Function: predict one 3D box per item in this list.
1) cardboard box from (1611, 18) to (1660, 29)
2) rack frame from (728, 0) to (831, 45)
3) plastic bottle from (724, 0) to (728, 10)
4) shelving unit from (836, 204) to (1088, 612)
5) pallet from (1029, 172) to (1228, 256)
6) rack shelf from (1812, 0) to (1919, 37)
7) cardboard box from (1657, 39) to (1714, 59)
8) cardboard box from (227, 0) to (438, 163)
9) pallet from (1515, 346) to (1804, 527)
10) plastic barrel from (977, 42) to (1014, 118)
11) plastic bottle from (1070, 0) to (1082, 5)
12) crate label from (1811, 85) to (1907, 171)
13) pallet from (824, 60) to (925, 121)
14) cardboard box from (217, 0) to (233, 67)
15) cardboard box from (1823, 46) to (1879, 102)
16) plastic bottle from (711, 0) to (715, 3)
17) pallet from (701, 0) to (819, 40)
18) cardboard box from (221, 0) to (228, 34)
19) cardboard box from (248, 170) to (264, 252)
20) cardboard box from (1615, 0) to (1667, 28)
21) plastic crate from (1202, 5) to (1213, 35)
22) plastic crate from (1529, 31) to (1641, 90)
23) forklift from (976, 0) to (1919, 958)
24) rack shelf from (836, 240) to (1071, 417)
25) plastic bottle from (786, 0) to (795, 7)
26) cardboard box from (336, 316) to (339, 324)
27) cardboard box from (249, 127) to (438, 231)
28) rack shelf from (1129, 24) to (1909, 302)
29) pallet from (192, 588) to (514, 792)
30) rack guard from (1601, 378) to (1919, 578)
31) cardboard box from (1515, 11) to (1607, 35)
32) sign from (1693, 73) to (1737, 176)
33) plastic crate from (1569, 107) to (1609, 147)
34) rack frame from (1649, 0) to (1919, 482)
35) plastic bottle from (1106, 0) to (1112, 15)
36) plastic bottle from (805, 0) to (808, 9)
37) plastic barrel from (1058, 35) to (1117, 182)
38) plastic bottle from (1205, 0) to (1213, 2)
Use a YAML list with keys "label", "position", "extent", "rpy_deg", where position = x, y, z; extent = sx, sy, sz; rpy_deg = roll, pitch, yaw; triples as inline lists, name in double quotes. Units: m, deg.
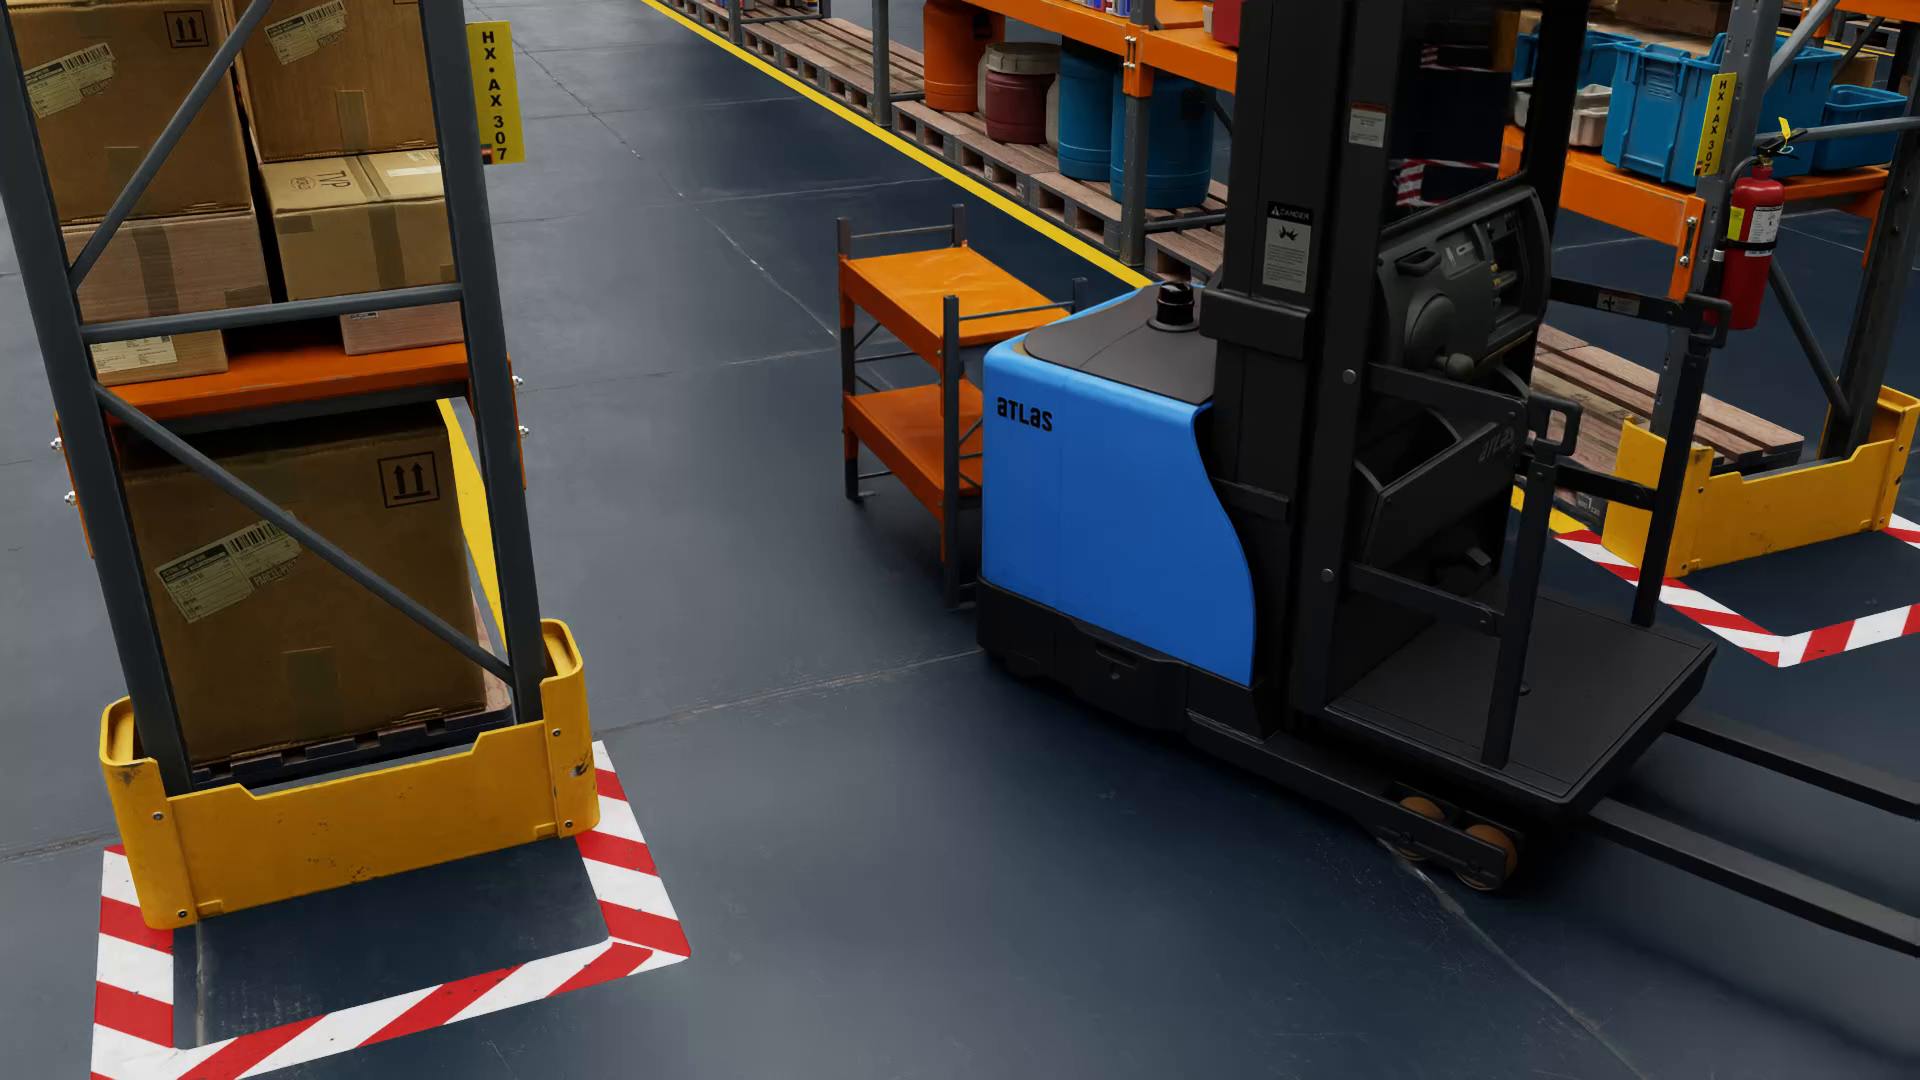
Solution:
- label: "cardboard box"
  position: [5.379, -3.775, 12.910]
  extent: [0.500, 0.500, 0.500]
  rpy_deg: [-12, 28, -23]
- label: "rack frame"
  position: [-1.742, -6.223, 15.576]
  extent: [1.000, 3.000, 0.127]
  rpy_deg: [-11, 28, -21]
- label: "plastic bottle"
  position: [-2.260, -5.440, 16.492]
  extent: [0.144, 0.351, 0.185]
  rpy_deg: [-11, 28, -22]
- label: "shelving unit"
  position: [-0.018, -0.510, 6.013]
  extent: [0.538, 1.125, 1.048]
  rpy_deg: [-11, 28, -21]
- label: "pallet"
  position: [1.127, -2.059, 10.226]
  extent: [1.003, 0.211, 1.213]
  rpy_deg: [-11, 28, -21]
- label: "rack shelf"
  position: [6.733, -2.712, 9.206]
  extent: [1.077, 0.370, 4.000]
  rpy_deg: [-11, 28, -21]
- label: "cardboard box"
  position: [5.307, -3.268, 11.872]
  extent: [0.500, 0.500, 0.500]
  rpy_deg: [-10, 28, -20]
- label: "cardboard box"
  position: [-1.735, -1.373, 4.619]
  extent: [0.500, 0.500, 0.500]
  rpy_deg: [-11, 28, -22]
- label: "pallet"
  position: [2.670, -0.465, 6.961]
  extent: [1.003, 0.211, 1.213]
  rpy_deg: [-11, 28, -21]
- label: "plastic barrel"
  position: [0.335, -3.271, 11.888]
  extent: [0.421, 0.512, 0.421]
  rpy_deg: [0, 26, 0]
- label: "plastic bottle"
  position: [0.730, -3.286, 9.617]
  extent: [0.144, 0.351, 0.185]
  rpy_deg: [-11, 28, -21]
- label: "crate label"
  position: [3.164, -1.486, 5.998]
  extent: [0.416, 0.233, 0.303]
  rpy_deg: [-11, 28, -21]
- label: "pallet"
  position: [-0.443, -3.674, 13.535]
  extent: [1.003, 0.211, 1.213]
  rpy_deg: [-11, 28, -21]
- label: "cardboard box"
  position: [-2.820, -1.899, 5.697]
  extent: [0.500, 0.500, 0.500]
  rpy_deg: [-11, 28, -22]
- label: "cardboard box"
  position: [5.985, -3.154, 11.639]
  extent: [0.500, 0.500, 0.500]
  rpy_deg: [-12, 28, -23]
- label: "plastic bottle"
  position: [-2.461, -5.648, 16.918]
  extent: [0.144, 0.351, 0.185]
  rpy_deg: [-11, 28, -21]
- label: "pallet"
  position: [-1.967, -5.248, 16.758]
  extent: [1.003, 0.211, 1.213]
  rpy_deg: [-11, 28, -21]
- label: "cardboard box"
  position: [-3.510, -2.821, 8.494]
  extent: [0.500, 0.500, 0.500]
  rpy_deg: [-11, 28, -22]
- label: "cardboard box"
  position: [-2.232, -0.948, 4.606]
  extent: [0.500, 0.250, 0.500]
  rpy_deg: [-11, 28, -21]
- label: "cardboard box"
  position: [5.396, -4.097, 12.716]
  extent: [0.500, 0.250, 0.500]
  rpy_deg: [-11, 28, -22]
- label: "plastic crate"
  position: [1.442, -2.689, 8.571]
  extent: [0.396, 0.136, 0.243]
  rpy_deg: [-11, 28, -21]
- label: "plastic crate"
  position: [2.648, -2.018, 7.086]
  extent: [0.416, 0.233, 0.300]
  rpy_deg: [-11, 28, -21]
- label: "forklift"
  position: [1.493, -0.660, 4.260]
  extent: [3.031, 2.935, 1.130]
  rpy_deg: [21, 33, 36]
- label: "rack shelf"
  position: [-0.018, -0.773, 5.885]
  extent: [0.538, 0.278, 1.000]
  rpy_deg: [-11, 28, -21]
- label: "plastic bottle"
  position: [-1.713, -5.511, 16.713]
  extent: [0.061, 0.283, 0.133]
  rpy_deg: [-11, 28, -21]
- label: "cardboard box"
  position: [-1.537, -0.718, 4.587]
  extent: [0.380, 0.149, 0.250]
  rpy_deg: [-11, 28, -21]
- label: "cardboard box"
  position: [-1.749, -1.042, 4.798]
  extent: [0.500, 0.250, 0.500]
  rpy_deg: [-11, 28, -21]
- label: "rack shelf"
  position: [2.174, -1.862, 7.466]
  extent: [1.077, 0.370, 4.000]
  rpy_deg: [-11, 28, -21]
- label: "pallet"
  position: [-1.985, 0.417, 5.156]
  extent: [1.003, 0.211, 1.213]
  rpy_deg: [-11, 28, -21]
- label: "rack guard"
  position: [2.979, -0.248, 6.187]
  extent: [1.175, 0.500, 0.348]
  rpy_deg: [-11, 28, -21]
- label: "cardboard box"
  position: [4.701, -3.885, 13.136]
  extent: [0.500, 0.500, 0.500]
  rpy_deg: [-11, 28, -21]
- label: "sign"
  position: [2.457, -1.351, 5.411]
  extent: [0.100, 0.325, 0.005]
  rpy_deg: [-11, 28, -21]
- label: "plastic crate"
  position: [2.471, -1.585, 6.309]
  extent: [0.396, 0.136, 0.243]
  rpy_deg: [-11, 28, -21]
- label: "rack frame"
  position: [2.957, -1.378, 5.654]
  extent: [1.000, 3.000, 0.127]
  rpy_deg: [-11, 28, -21]
- label: "plastic bottle"
  position: [0.868, -3.049, 9.303]
  extent: [0.097, 0.201, 0.097]
  rpy_deg: [0, 26, 0]
- label: "plastic bottle"
  position: [-1.503, -5.408, 16.595]
  extent: [0.097, 0.201, 0.097]
  rpy_deg: [0, 26, 0]
- label: "plastic barrel"
  position: [0.916, -2.747, 10.371]
  extent: [0.600, 0.901, 0.708]
  rpy_deg: [-11, 28, -21]
- label: "plastic bottle"
  position: [1.487, -3.293, 9.723]
  extent: [0.097, 0.271, 0.097]
  rpy_deg: [0, 26, 0]
